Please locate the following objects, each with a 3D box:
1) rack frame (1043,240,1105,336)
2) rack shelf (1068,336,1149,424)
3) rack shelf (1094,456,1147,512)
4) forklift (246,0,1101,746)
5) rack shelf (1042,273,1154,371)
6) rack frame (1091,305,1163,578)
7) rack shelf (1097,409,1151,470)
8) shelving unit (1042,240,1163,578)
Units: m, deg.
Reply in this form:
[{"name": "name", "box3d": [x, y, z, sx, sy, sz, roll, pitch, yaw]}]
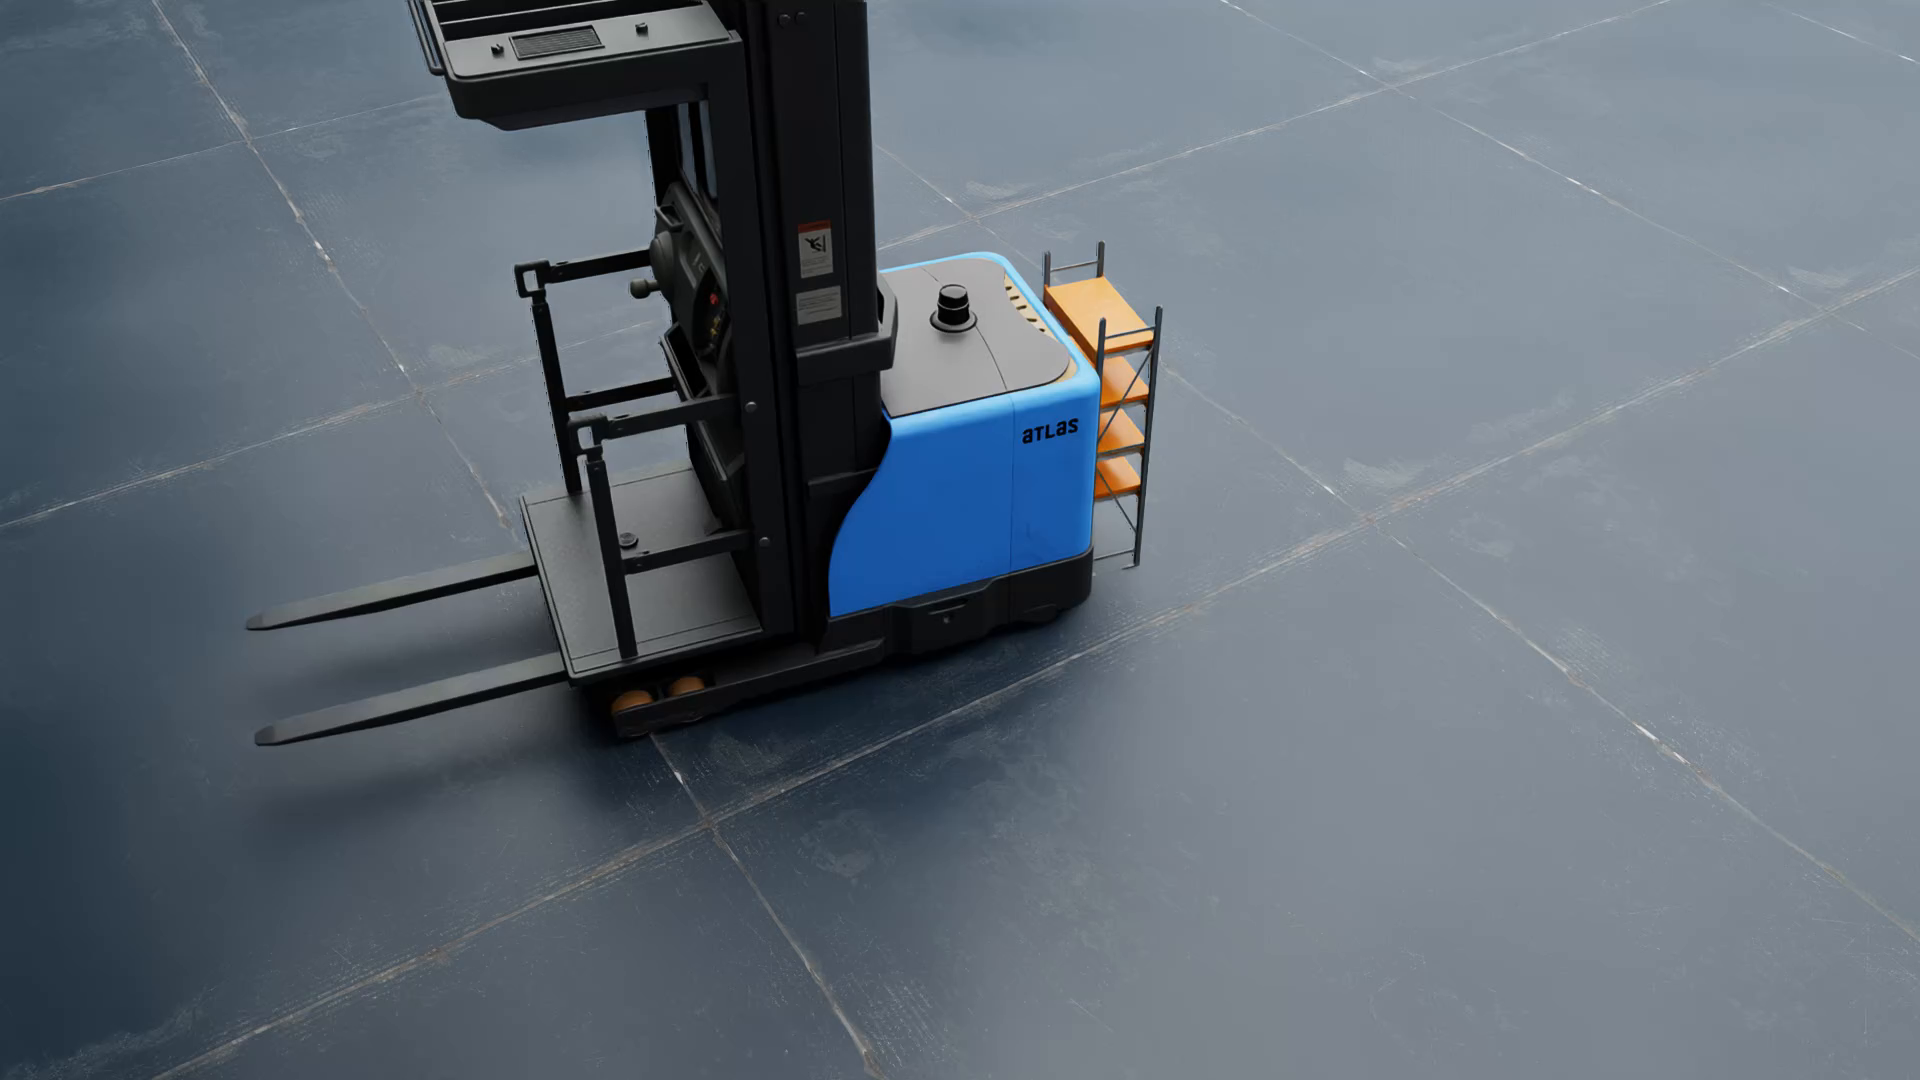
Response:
[{"name": "rack frame", "box3d": [0.427, -0.628, 6.567, 0.240, 1.200, 0.015, -14, 42, -16]}, {"name": "rack shelf", "box3d": [0.514, -0.603, 6.291, 0.258, 0.148, 0.480, -14, 42, -16]}, {"name": "rack shelf", "box3d": [0.514, -0.278, 6.561, 0.258, 0.148, 0.480, -14, 42, -16]}, {"name": "forklift", "box3d": [-1.066, -0.812, 5.435, 3.031, 2.935, 1.130, -14, 42, -16]}, {"name": "rack shelf", "box3d": [0.515, -0.785, 6.140, 0.258, 0.148, 0.480, -14, 42, -16]}, {"name": "rack frame", "box3d": [0.601, -0.336, 6.216, 0.240, 1.200, 0.015, -14, 42, -16]}, {"name": "rack shelf", "box3d": [0.514, -0.431, 6.434, 0.258, 0.148, 0.480, -14, 42, -16]}, {"name": "shelving unit", "box3d": [0.514, -0.482, 6.391, 0.258, 1.200, 0.503, -14, 42, -16]}]
